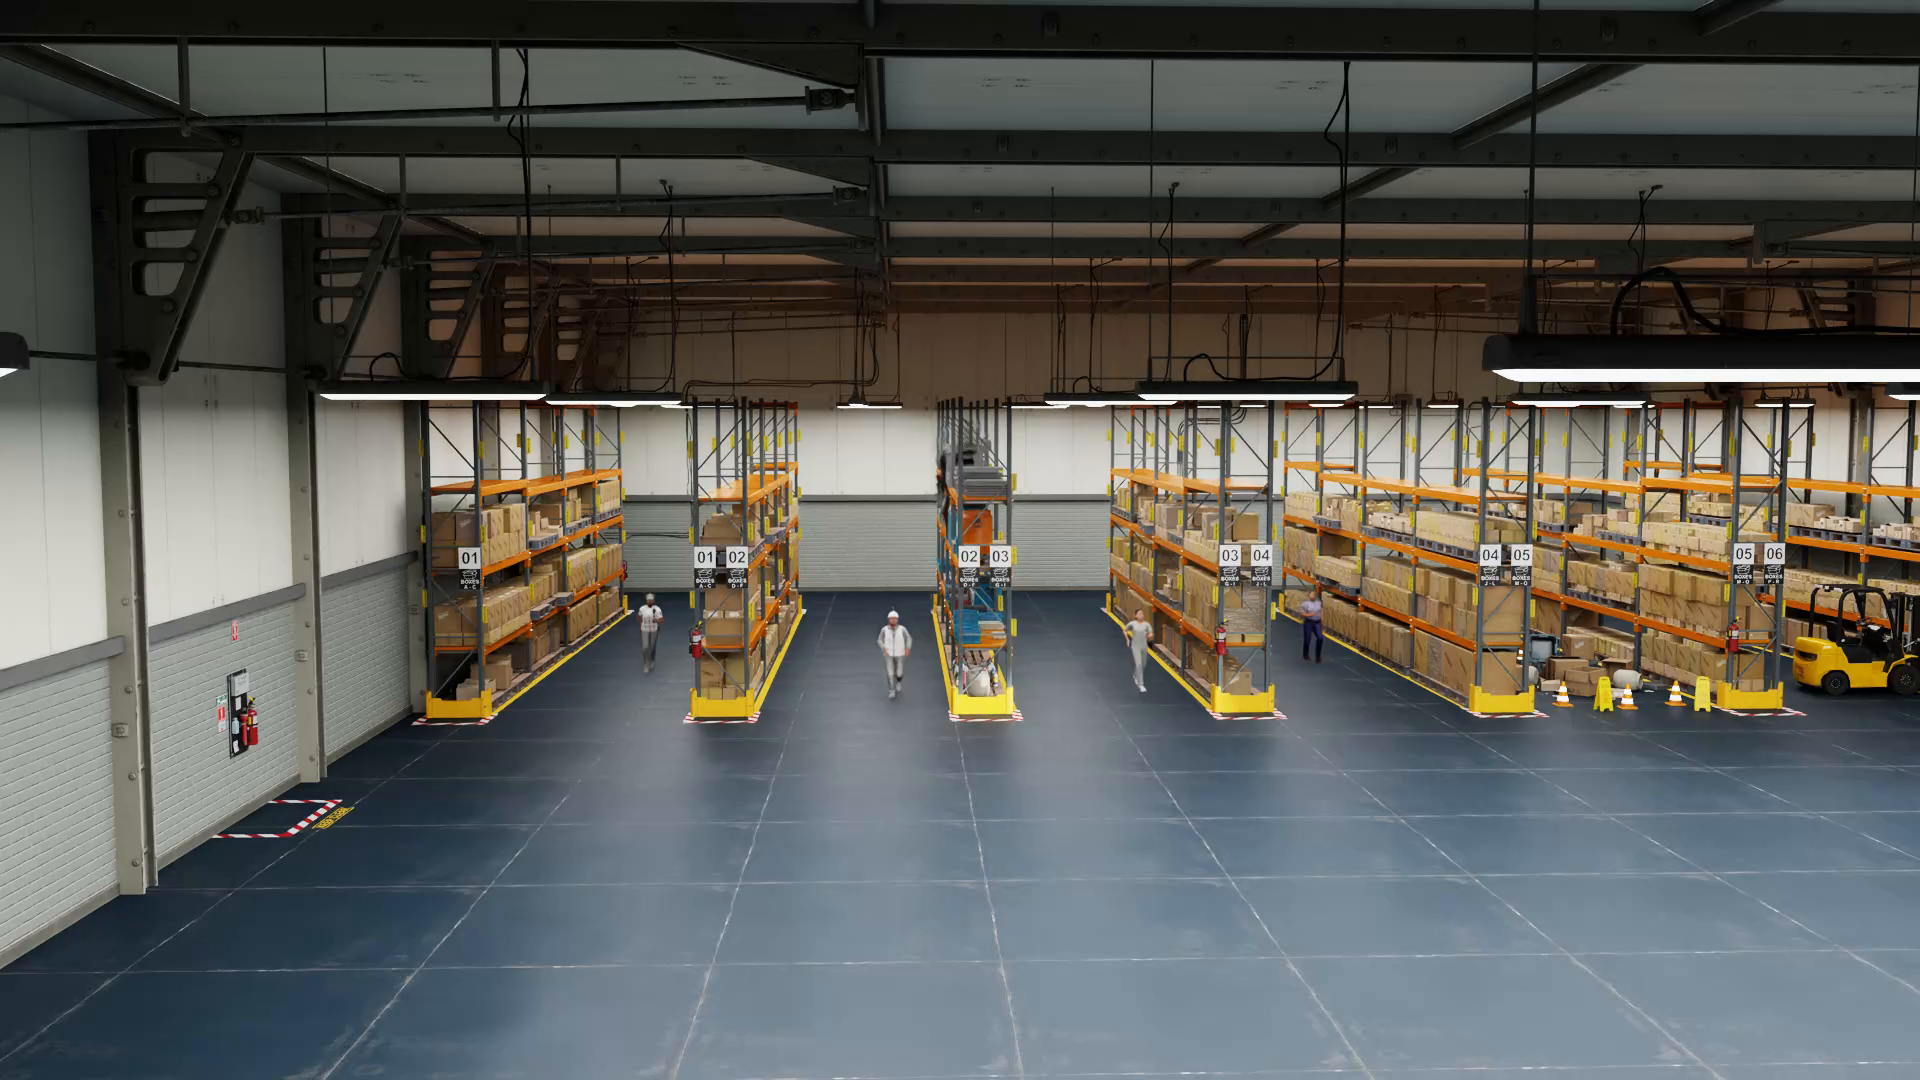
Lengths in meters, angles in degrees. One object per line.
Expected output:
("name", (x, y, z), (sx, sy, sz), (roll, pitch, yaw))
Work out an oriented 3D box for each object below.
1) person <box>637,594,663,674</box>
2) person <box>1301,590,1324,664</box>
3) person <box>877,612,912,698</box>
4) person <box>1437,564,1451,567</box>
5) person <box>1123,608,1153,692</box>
("person", (-6.830, 2.045, 36.690), (0.565, 1.751, 0.824), (-1, 4, -10))
("person", (8.047, 1.982, 37.943), (0.576, 1.694, 0.716), (0, 4, -4))
("person", (-1.312, 2.290, 33.308), (0.692, 1.731, 0.599), (0, 4, -4))
("person", (14.364, 1.009, 49.380), (0.966, 1.728, 0.721), (3, 5, 30))
("person", (3.684, 2.225, 34.173), (0.564, 1.655, 0.969), (-1, 5, -13))
